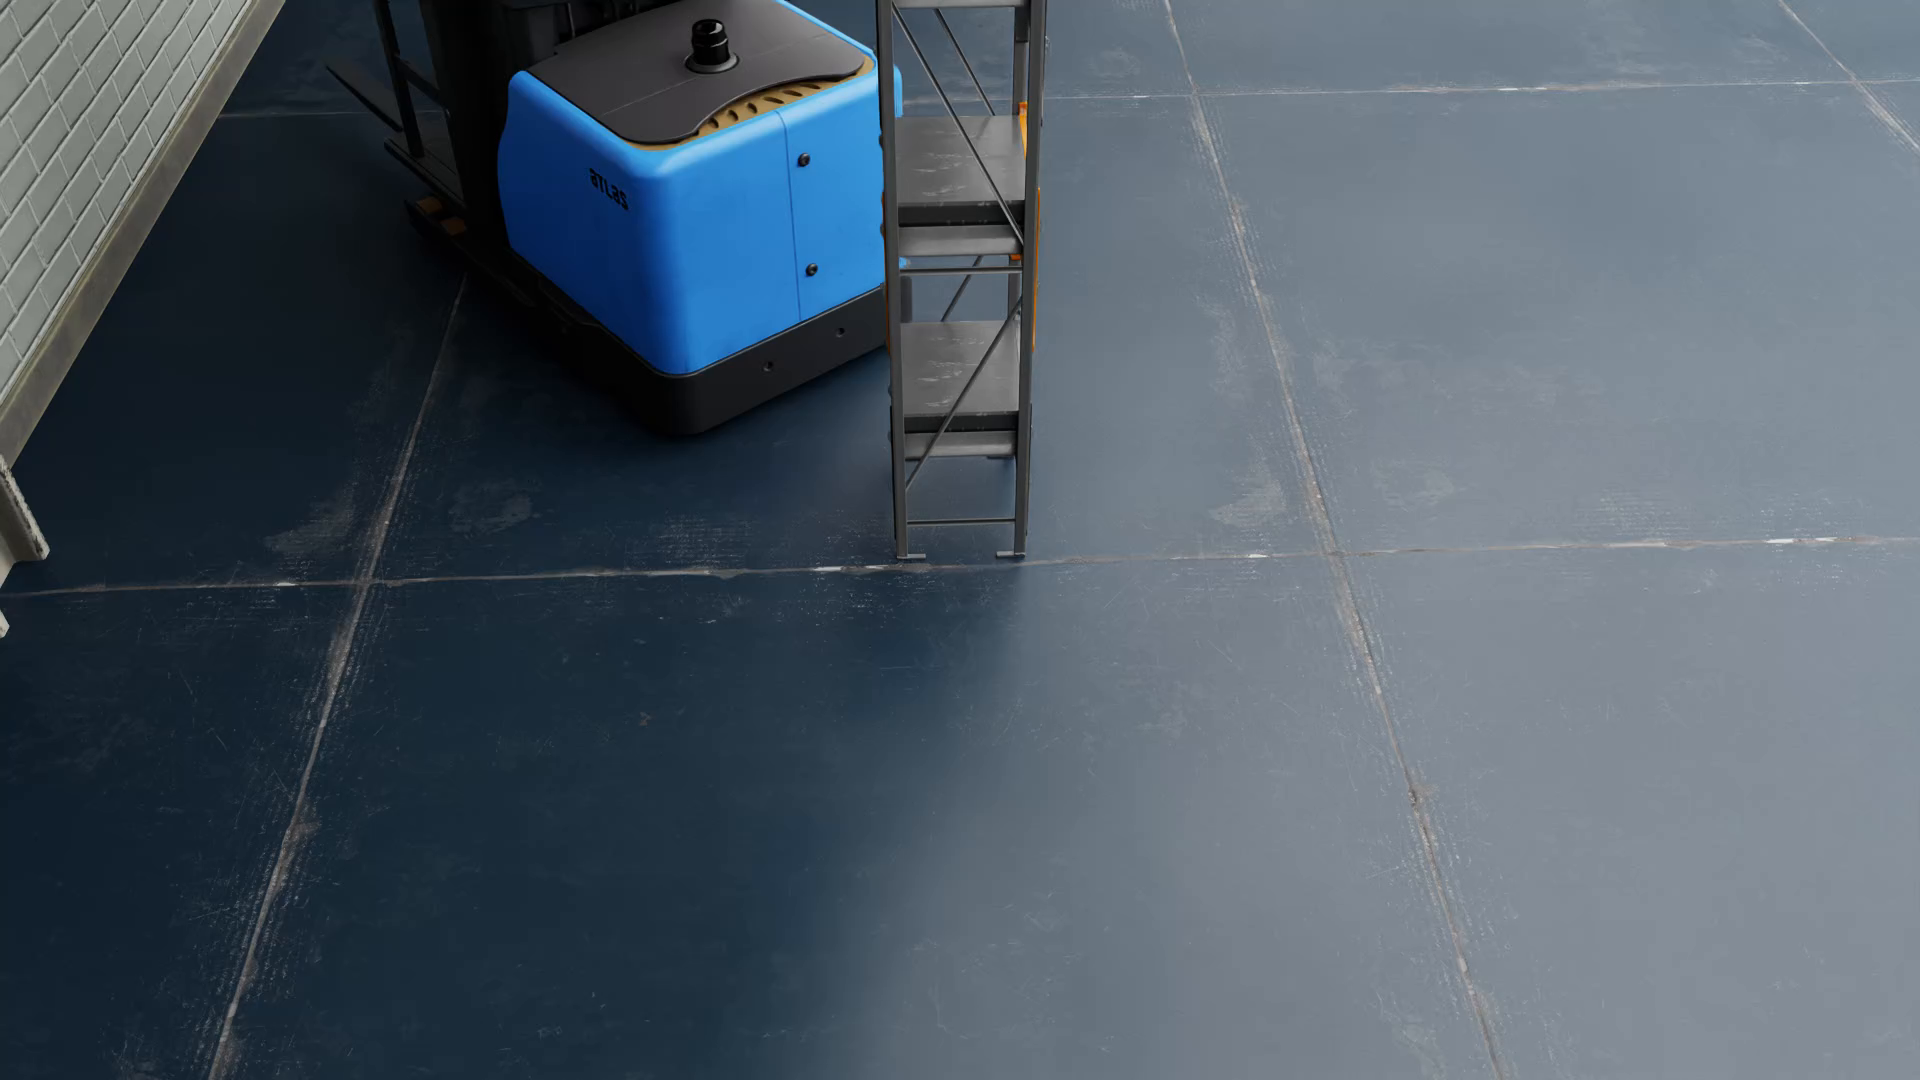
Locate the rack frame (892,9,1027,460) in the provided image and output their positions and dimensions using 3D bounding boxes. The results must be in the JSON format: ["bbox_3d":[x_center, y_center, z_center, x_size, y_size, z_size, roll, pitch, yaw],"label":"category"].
[{"bbox_3d":[-0.017,-1.051,4.842,0.400,2.100,0.015,-2,43,-2],"label":"rack frame"}]

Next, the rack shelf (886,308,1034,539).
[{"bbox_3d":[-0.007,-0.360,5.145,0.431,0.518,0.480,-2,43,-2],"label":"rack shelf"}]

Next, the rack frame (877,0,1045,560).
[{"bbox_3d":[0.003,-0.721,4.483,0.400,2.100,0.015,-2,43,-2],"label":"rack frame"}]

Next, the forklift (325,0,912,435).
[{"bbox_3d":[-1.508,-2.354,5.649,1.130,2.935,3.031,-30,50,-29],"label":"forklift"}]

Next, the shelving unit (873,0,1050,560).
[{"bbox_3d":[-0.007,-0.886,4.662,0.431,2.100,0.503,-2,43,-2],"label":"shelving unit"}]

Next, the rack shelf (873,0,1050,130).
[{"bbox_3d":[-0.007,-1.392,4.199,0.431,0.518,0.480,-2,43,-2],"label":"rack shelf"}]

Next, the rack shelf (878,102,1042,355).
[{"bbox_3d":[-0.007,-0.876,4.672,0.431,0.518,0.480,-2,43,-2],"label":"rack shelf"}]
